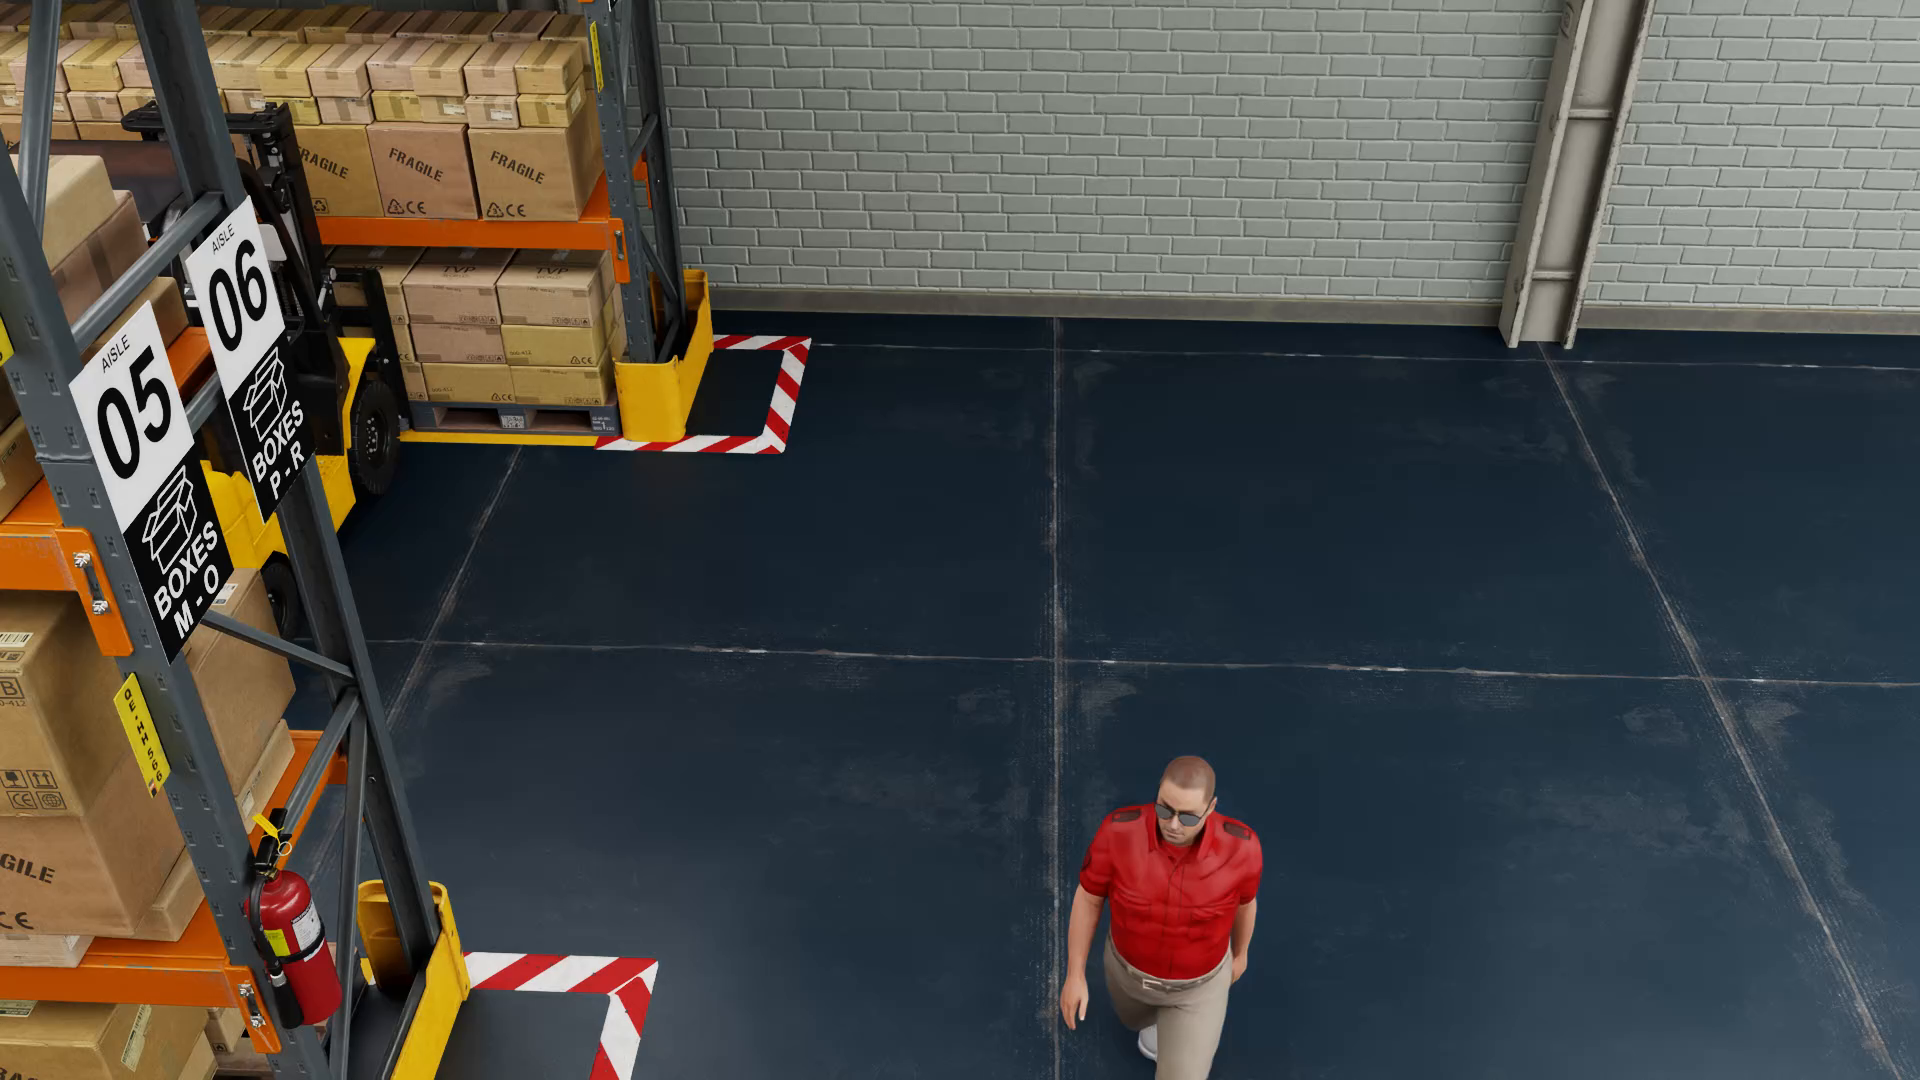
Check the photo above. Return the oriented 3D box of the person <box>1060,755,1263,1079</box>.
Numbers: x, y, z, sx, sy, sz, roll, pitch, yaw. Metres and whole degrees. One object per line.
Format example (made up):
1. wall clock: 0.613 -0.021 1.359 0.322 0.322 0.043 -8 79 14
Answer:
1. person: 0.622 1.340 5.254 0.552 1.672 1.064 10 37 14
